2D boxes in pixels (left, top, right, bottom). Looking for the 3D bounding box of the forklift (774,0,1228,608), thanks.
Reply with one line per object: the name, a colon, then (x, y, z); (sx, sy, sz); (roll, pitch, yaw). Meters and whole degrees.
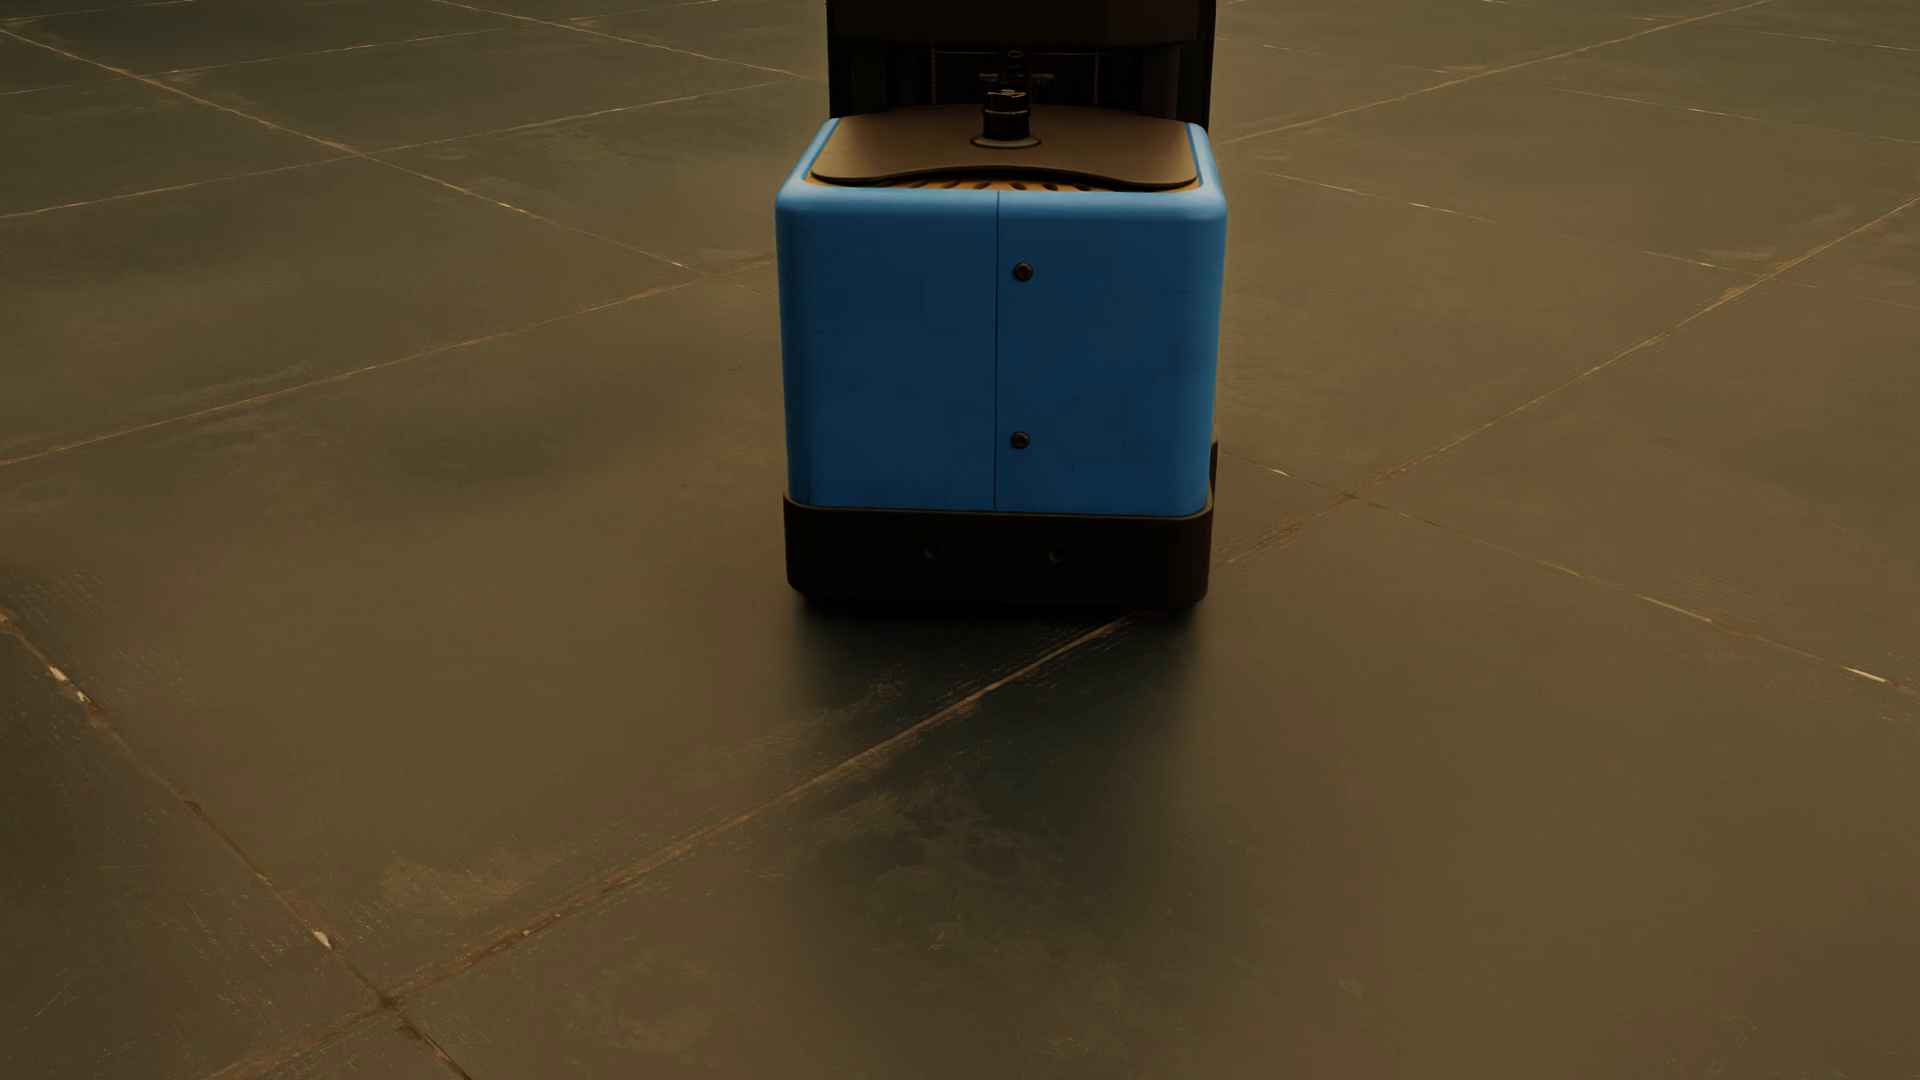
forklift: (0.186, -1.763, 4.809); (1.130, 2.935, 3.031); (2, 26, 4)
